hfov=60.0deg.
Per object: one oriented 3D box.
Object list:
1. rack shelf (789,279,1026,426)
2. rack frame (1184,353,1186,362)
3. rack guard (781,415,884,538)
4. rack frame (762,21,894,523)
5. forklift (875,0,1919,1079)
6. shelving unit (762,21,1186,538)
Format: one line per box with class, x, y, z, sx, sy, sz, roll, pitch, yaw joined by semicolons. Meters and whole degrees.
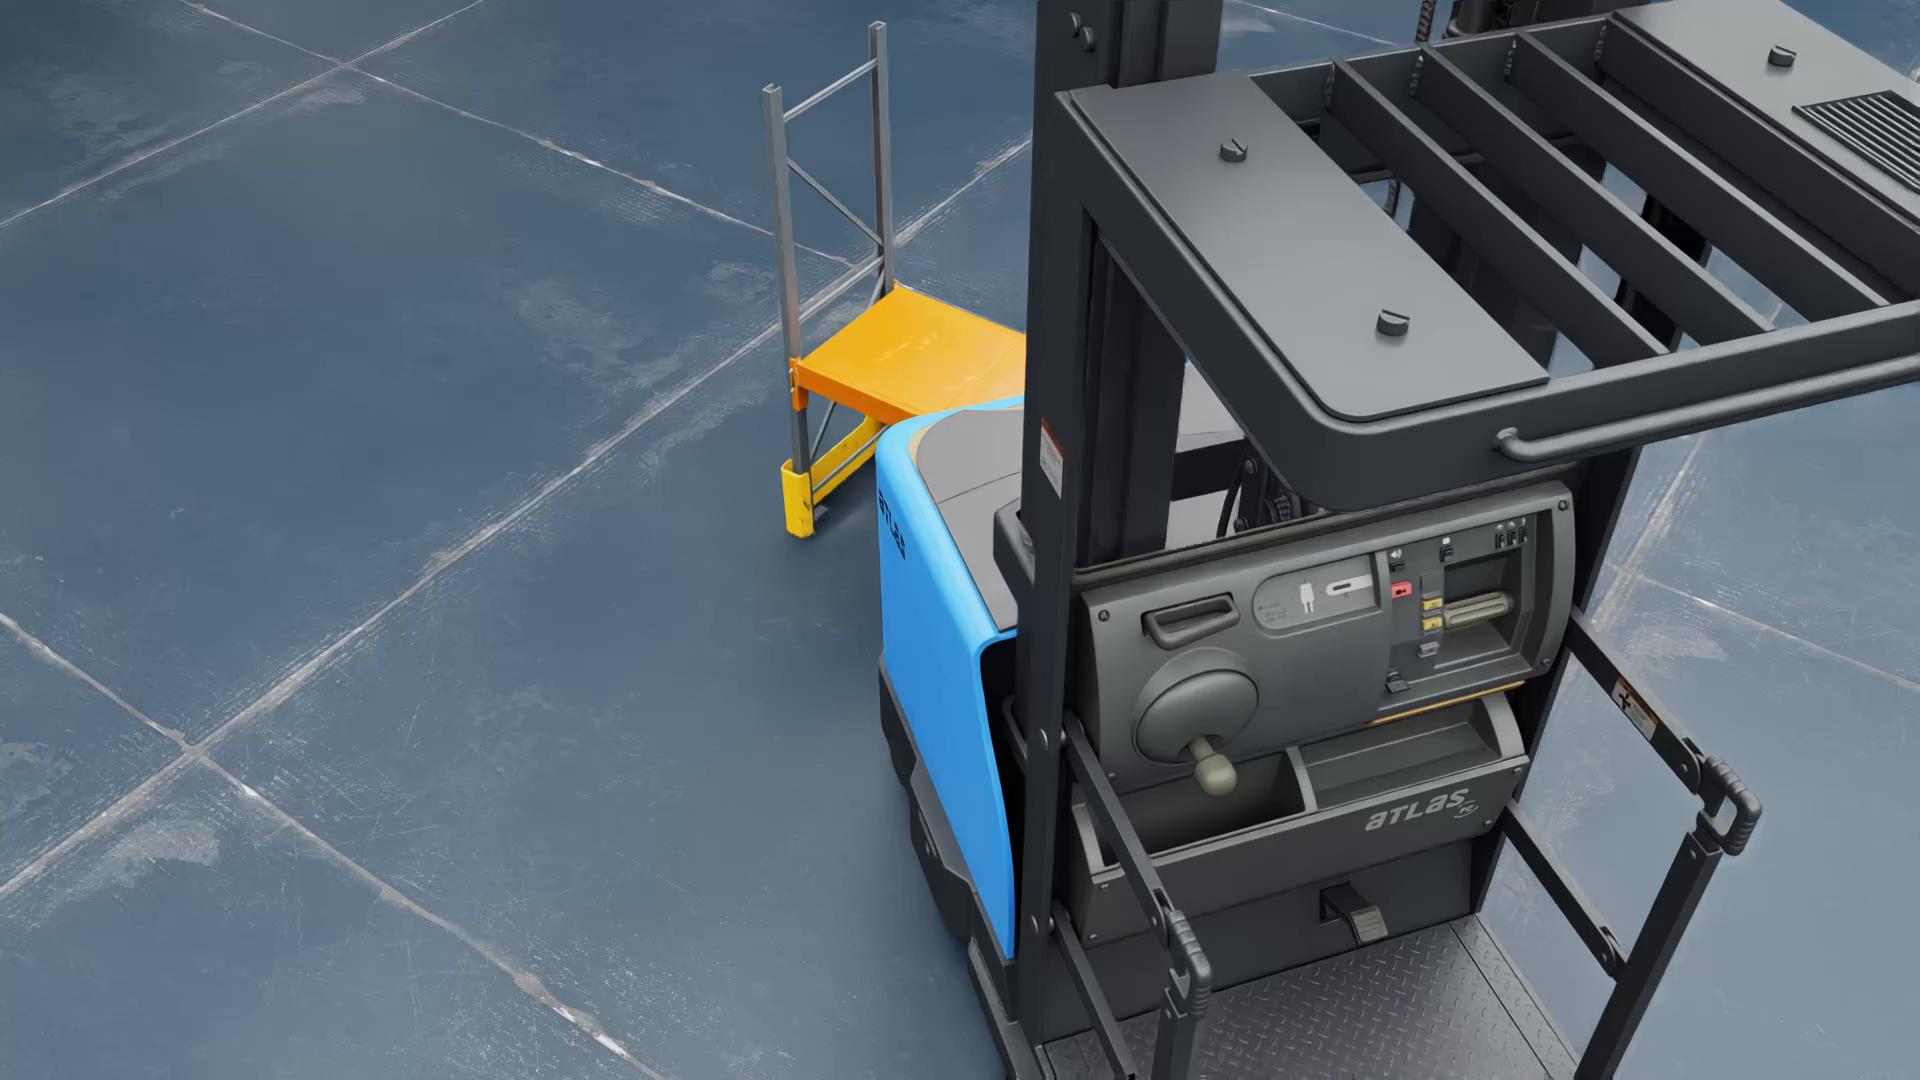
rack shelf;0.059;-0.411;4.854;1.000;0.185;0.538;25;47;25
rack frame;0.477;-0.352;4.518;0.032;1.500;0.500;25;47;25
rack guard;-0.358;-0.272;5.366;0.087;0.250;0.587;25;47;25
rack frame;-0.359;-0.738;4.950;0.032;1.500;0.500;25;47;25
forklift;0.733;0.259;2.762;1.130;2.935;3.031;-13;43;-14
shelving unit;0.052;-0.548;4.738;1.083;1.500;0.587;25;47;25
